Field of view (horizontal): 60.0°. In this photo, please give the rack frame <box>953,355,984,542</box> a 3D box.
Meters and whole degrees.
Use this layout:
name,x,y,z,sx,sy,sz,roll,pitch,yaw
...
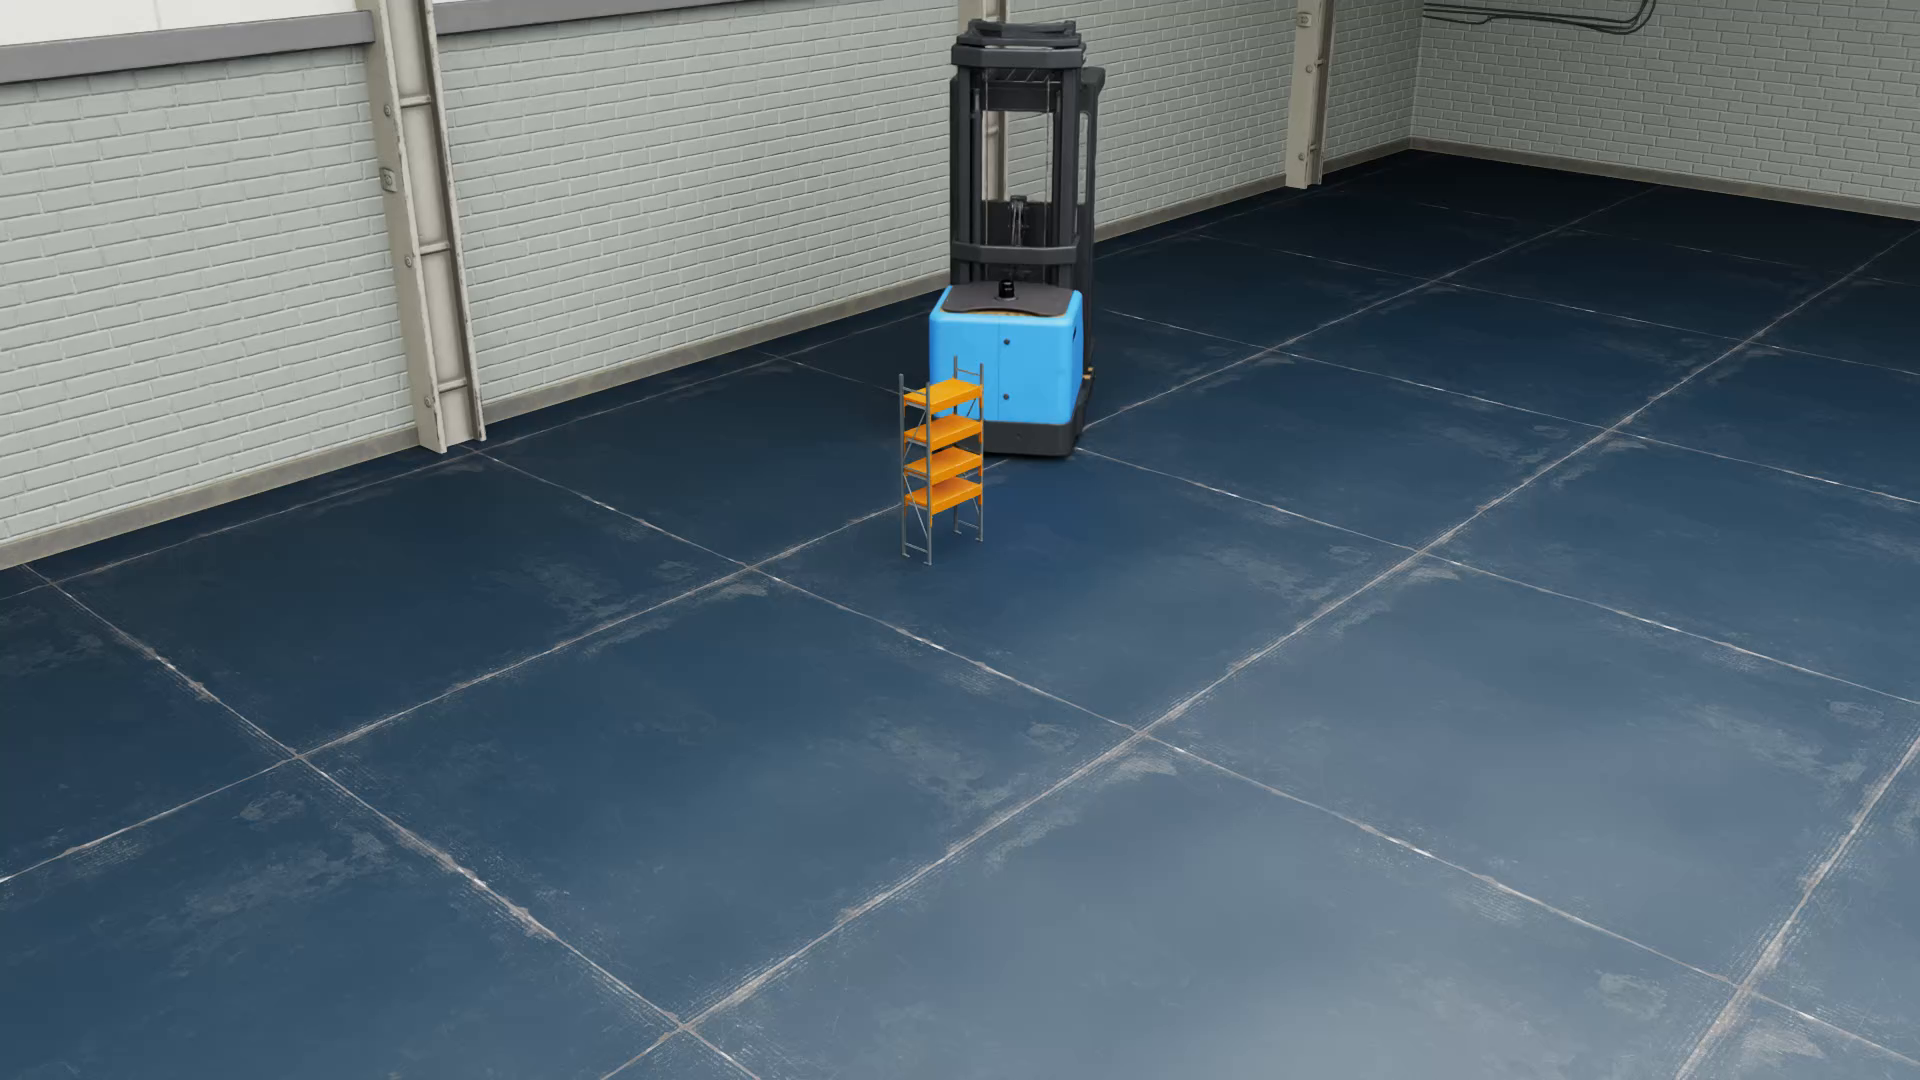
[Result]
name,x,y,z,sx,sy,sz,roll,pitch,yaw
rack frame,0.052,-0.571,10.558,0.240,1.200,0.015,20,31,38

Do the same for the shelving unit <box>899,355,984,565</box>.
name,x,y,z,sx,sy,sz,roll,pitch,yaw
shelving unit,-0.110,-0.497,10.392,0.258,1.200,0.503,20,31,38

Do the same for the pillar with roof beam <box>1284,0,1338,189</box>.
name,x,y,z,sx,sy,sz,roll,pitch,yaw
pillar with roof beam,7.434,-7.321,16.079,9.100,9.000,0.400,20,31,38

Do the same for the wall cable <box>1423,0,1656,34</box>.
name,x,y,z,sx,sy,sz,roll,pitch,yaw
wall cable,7.179,-7.616,20.532,3.097,2.526,0.112,20,31,38

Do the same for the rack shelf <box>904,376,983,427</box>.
name,x,y,z,sx,sy,sz,roll,pitch,yaw
rack shelf,-0.110,-0.856,10.231,0.258,0.148,0.480,20,31,38

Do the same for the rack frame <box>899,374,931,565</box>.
name,x,y,z,sx,sy,sz,roll,pitch,yaw
rack frame,-0.273,-0.423,10.226,0.240,1.200,0.015,20,31,38

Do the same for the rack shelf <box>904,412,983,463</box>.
name,x,y,z,sx,sy,sz,roll,pitch,yaw
rack shelf,-0.110,-0.640,10.328,0.258,0.148,0.480,20,31,38

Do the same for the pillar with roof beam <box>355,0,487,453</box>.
name,x,y,z,sx,sy,sz,roll,pitch,yaw
pillar with roof beam,-0.575,-3.665,7.925,9.100,9.000,0.400,20,31,38

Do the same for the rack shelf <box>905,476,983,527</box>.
name,x,y,z,sx,sy,sz,roll,pitch,yaw
rack shelf,-0.110,-0.254,10.501,0.258,0.148,0.480,20,31,38

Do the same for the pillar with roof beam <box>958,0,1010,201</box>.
name,x,y,z,sx,sy,sz,roll,pitch,yaw
pillar with roof beam,3.429,-5.493,12.002,9.100,9.000,0.400,20,31,38

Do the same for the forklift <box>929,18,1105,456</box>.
name,x,y,z,sx,sy,sz,roll,pitch,yaw
forklift,0.504,-2.512,12.769,1.130,2.935,3.031,4,24,8

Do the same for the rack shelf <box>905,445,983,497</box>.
name,x,y,z,sx,sy,sz,roll,pitch,yaw
rack shelf,-0.110,-0.436,10.420,0.258,0.148,0.480,20,31,38
